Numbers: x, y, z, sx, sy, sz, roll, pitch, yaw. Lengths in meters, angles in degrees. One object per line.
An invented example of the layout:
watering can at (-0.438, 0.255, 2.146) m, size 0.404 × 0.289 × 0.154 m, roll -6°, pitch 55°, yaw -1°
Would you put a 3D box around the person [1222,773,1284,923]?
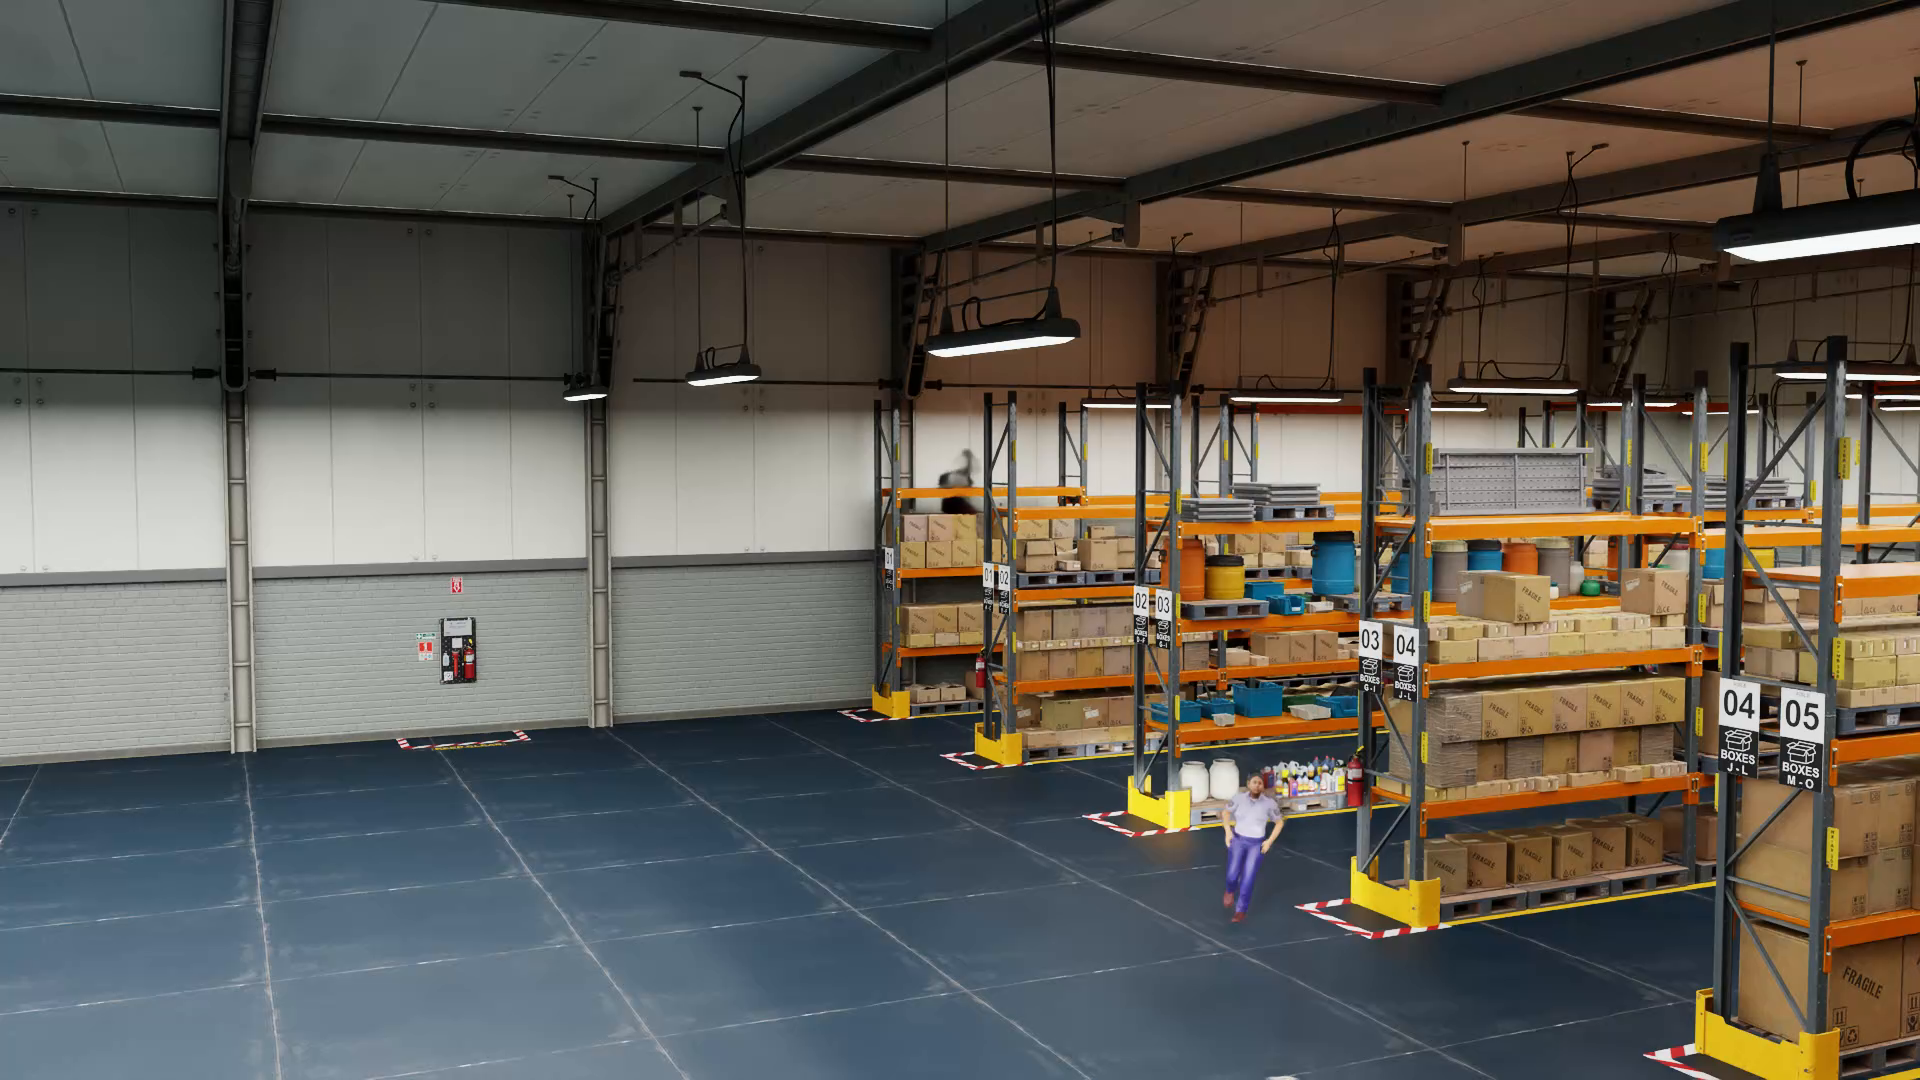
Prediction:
person at (3.187, 3.324, 18.113) m, size 0.669 × 1.608 × 0.528 m, roll 1°, pitch 3°, yaw 14°
